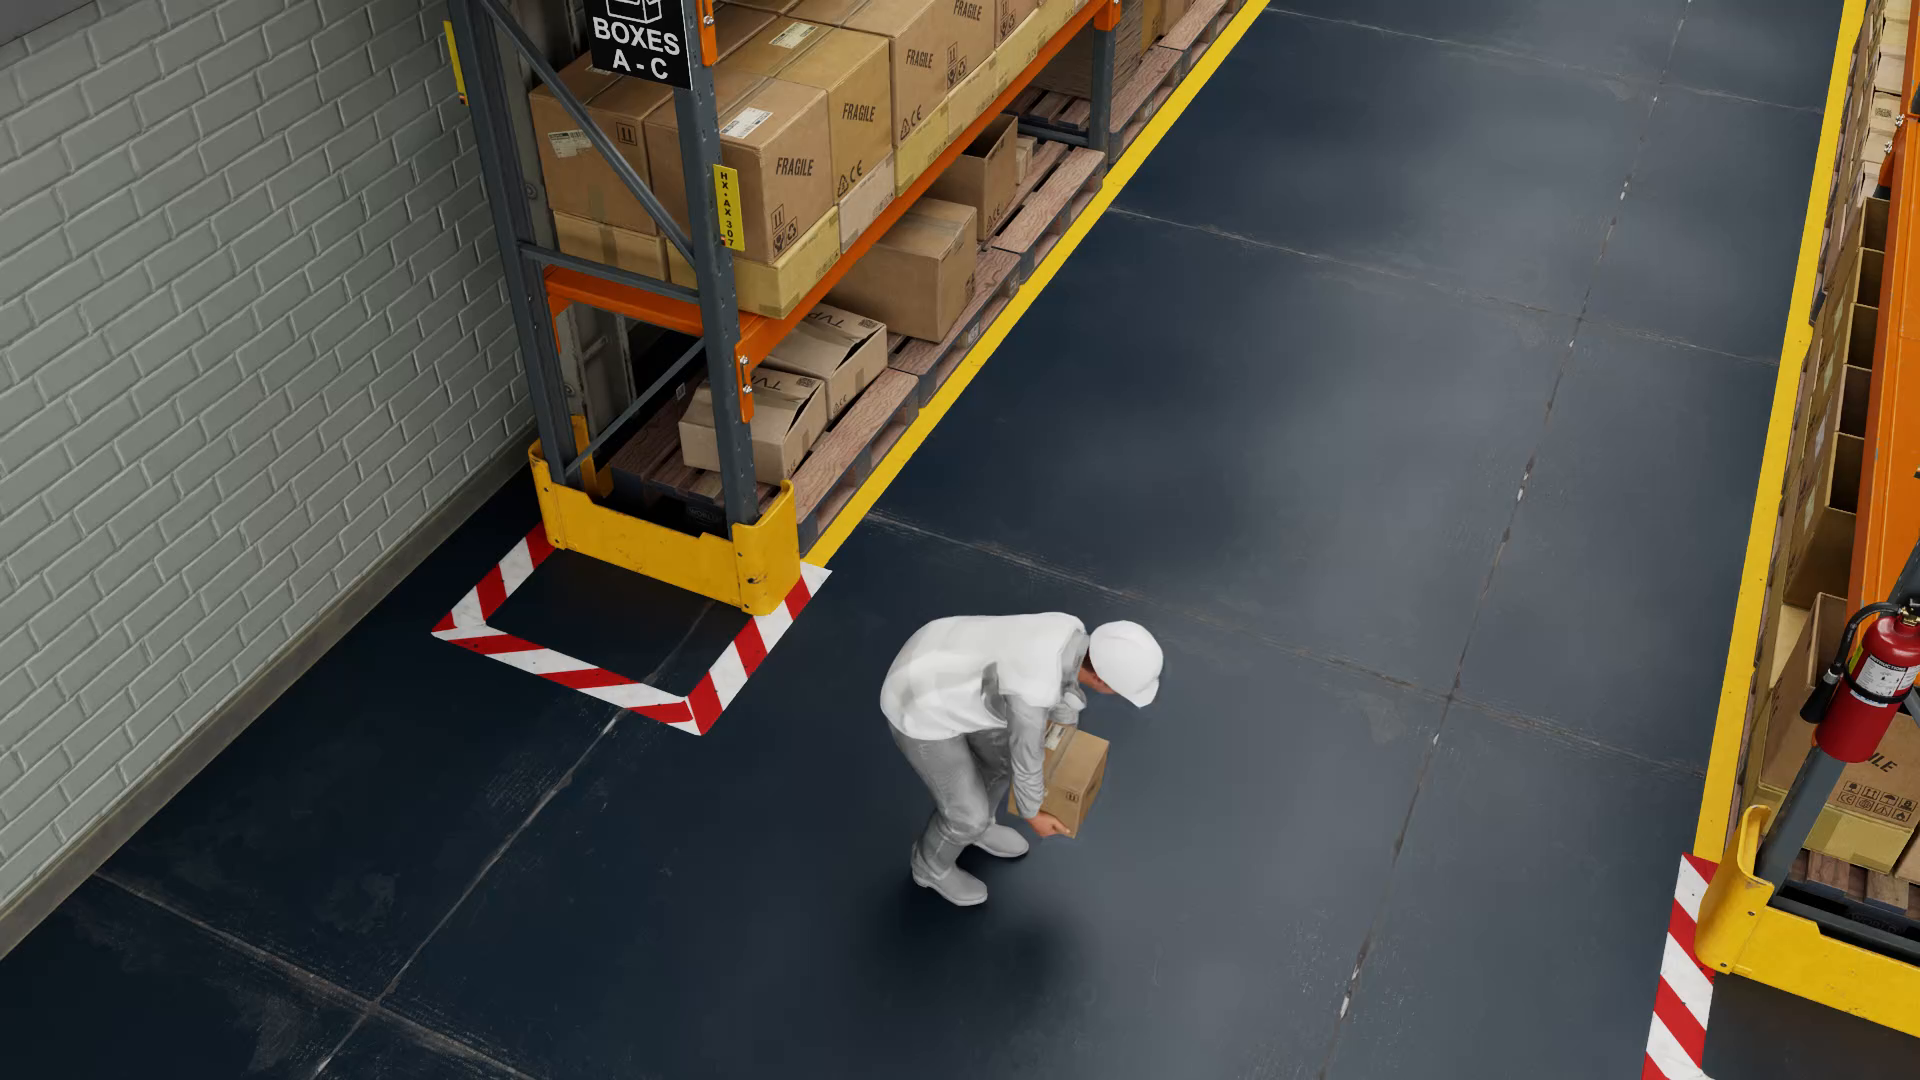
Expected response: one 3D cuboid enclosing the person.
[{"bbox_3d":[0.196,0.708,5.635,0.919,1.391,0.473,16,44,17],"label":"person"}]
